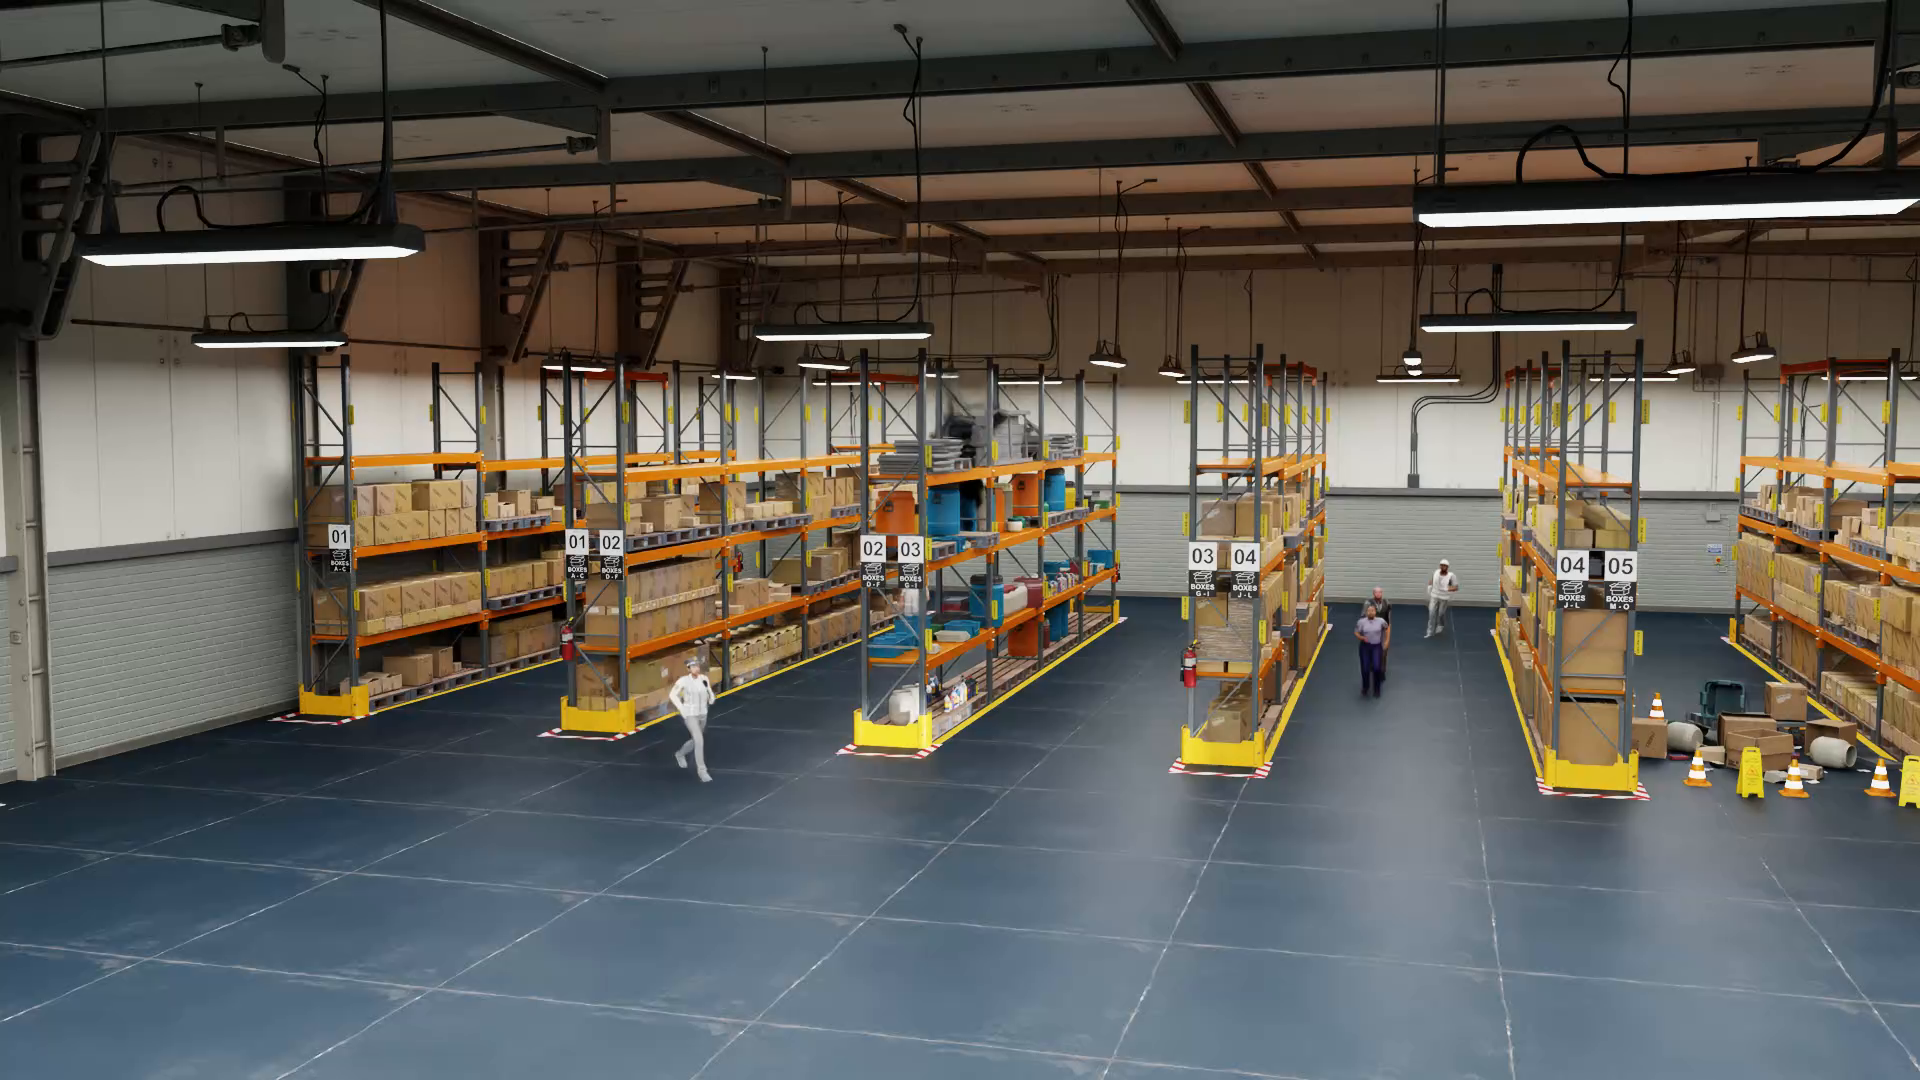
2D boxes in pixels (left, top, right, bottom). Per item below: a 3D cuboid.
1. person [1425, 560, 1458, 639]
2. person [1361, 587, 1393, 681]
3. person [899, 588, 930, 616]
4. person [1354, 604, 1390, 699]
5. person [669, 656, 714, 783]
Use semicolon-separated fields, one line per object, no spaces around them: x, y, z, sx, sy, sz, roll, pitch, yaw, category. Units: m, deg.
10.884;1.322;37.508;0.716;1.773;0.926;3;5;34;person
7.949;1.754;31.721;0.623;1.735;0.924;1;4;9;person
-0.980;1.494;35.206;0.664;1.733;0.624;1;4;10;person
7.311;1.993;29.536;0.620;1.712;0.715;1;4;14;person
-3.668;2.438;22.986;0.603;1.710;0.860;-4;6;-42;person
